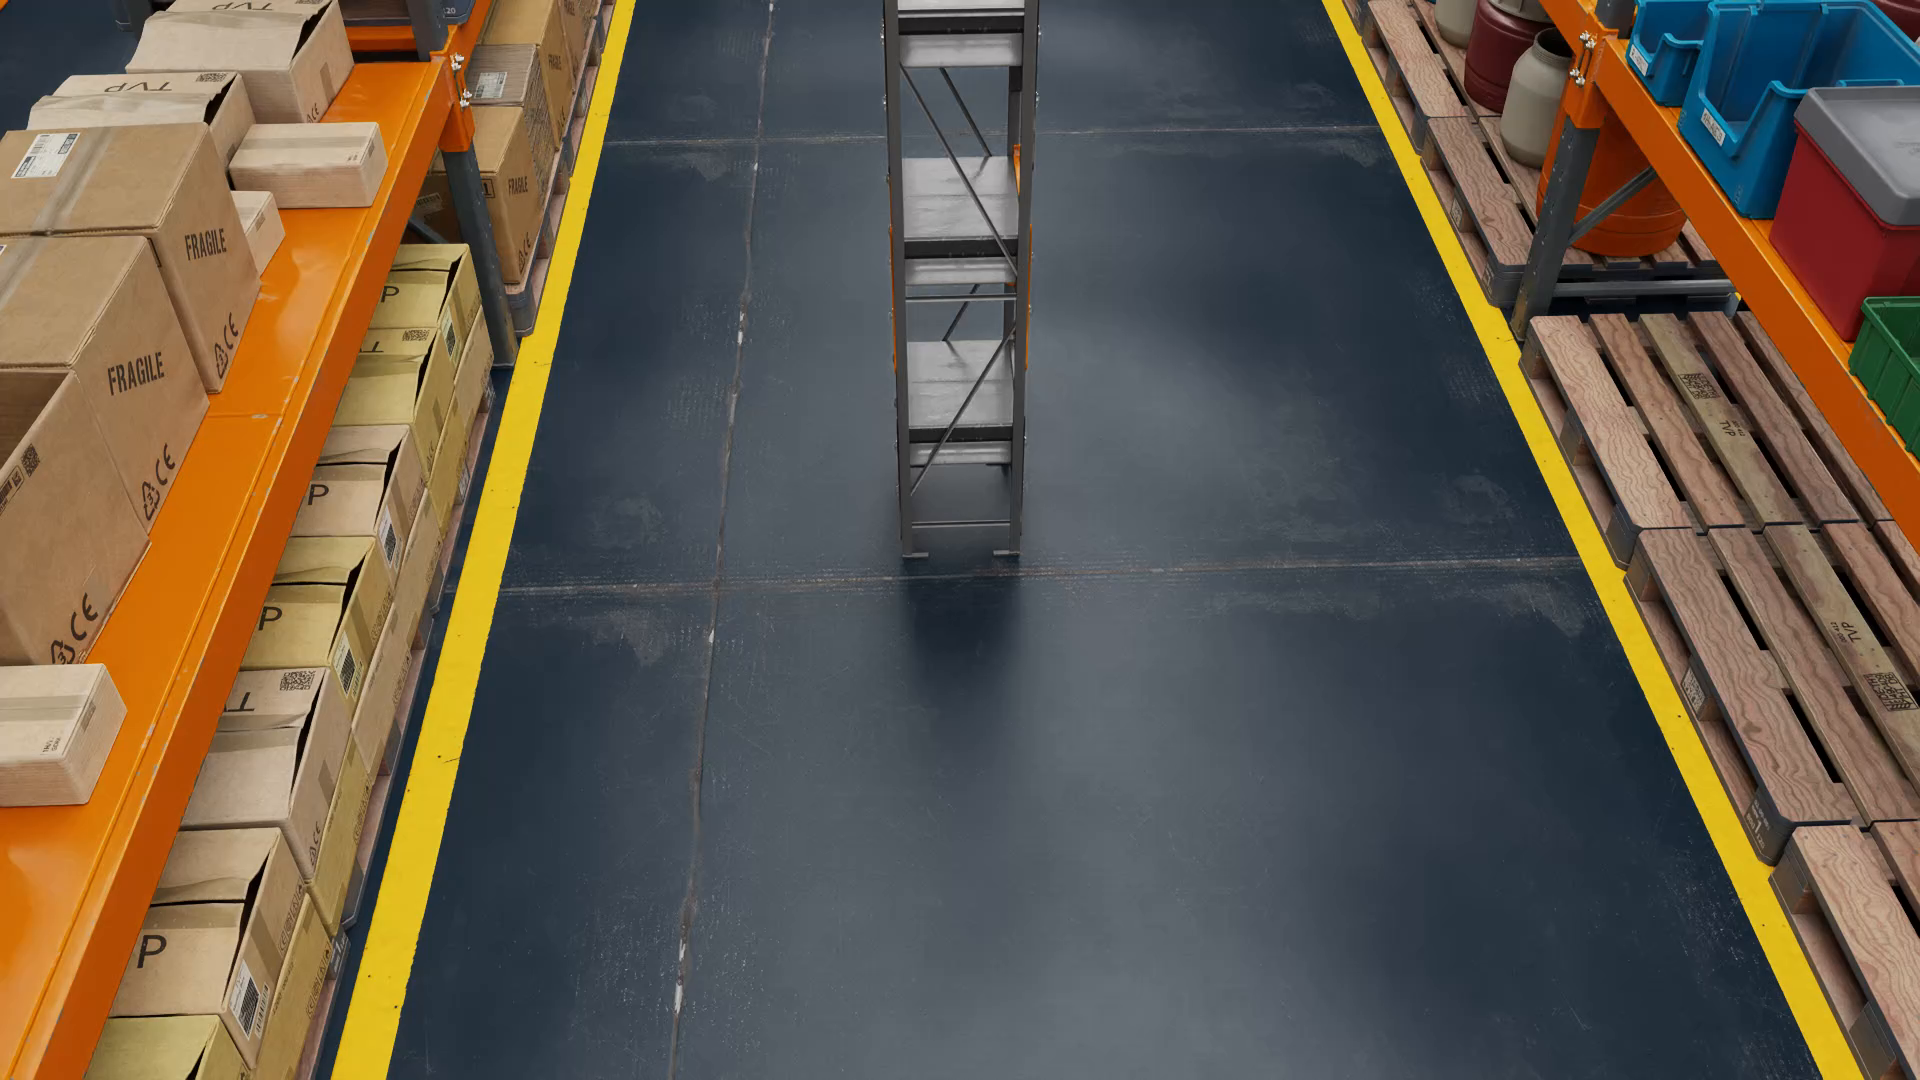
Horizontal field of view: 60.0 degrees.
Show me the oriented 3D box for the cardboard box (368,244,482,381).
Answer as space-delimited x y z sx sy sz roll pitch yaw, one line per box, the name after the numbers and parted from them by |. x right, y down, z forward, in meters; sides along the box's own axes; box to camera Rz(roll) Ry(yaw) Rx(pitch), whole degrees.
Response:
-1.970 -0.803 5.715 0.500 0.311 0.500 -1 43 -1 | cardboard box

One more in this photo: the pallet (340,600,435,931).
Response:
-2.194 0.605 4.934 1.003 0.211 1.213 -2 43 -2 | pallet

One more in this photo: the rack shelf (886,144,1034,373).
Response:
-0.007 -0.876 5.172 0.431 0.518 0.480 -2 43 -2 | rack shelf

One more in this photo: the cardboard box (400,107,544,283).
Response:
-1.972 -1.357 6.535 0.500 0.500 0.500 0 43 0 | cardboard box

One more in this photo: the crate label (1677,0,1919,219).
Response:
2.482 -1.275 4.895 0.502 0.435 0.616 -2 43 -2 | crate label

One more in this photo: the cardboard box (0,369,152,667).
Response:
-2.107 -0.012 3.470 0.500 0.500 0.500 1 43 1 | cardboard box

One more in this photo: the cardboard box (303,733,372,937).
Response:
-1.883 0.784 4.399 0.500 0.250 0.500 -3 43 -3 | cardboard box

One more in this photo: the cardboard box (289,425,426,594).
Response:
-1.923 -0.111 4.960 0.500 0.311 0.500 -2 43 -2 | cardboard box

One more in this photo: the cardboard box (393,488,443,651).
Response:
-1.929 0.093 5.153 0.500 0.250 0.500 -1 43 -1 | cardboard box

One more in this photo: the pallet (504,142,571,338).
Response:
-2.232 -1.278 6.989 1.003 0.211 1.213 -2 43 -2 | pallet

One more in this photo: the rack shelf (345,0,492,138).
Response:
-2.324 -2.886 7.211 1.077 0.370 4.000 -2 43 -2 | rack shelf

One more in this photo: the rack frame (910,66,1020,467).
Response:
-0.017 -1.051 5.342 0.400 2.100 0.015 -2 43 -2 | rack frame

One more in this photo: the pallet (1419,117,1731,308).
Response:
2.635 -1.444 7.169 1.003 0.211 1.213 -2 43 -2 | pallet

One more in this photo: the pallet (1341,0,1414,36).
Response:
2.532 -3.091 8.966 1.003 0.211 1.213 -2 43 -2 | pallet

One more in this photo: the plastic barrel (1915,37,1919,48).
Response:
2.968 -1.294 4.859 0.421 0.512 0.421 0 43 0 | plastic barrel

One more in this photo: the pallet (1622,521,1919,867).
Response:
2.753 0.433 5.122 1.003 0.211 1.213 -2 43 -2 | pallet

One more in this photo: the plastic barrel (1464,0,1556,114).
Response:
2.625 -2.299 7.512 0.600 0.588 0.708 -2 43 -2 | plastic barrel

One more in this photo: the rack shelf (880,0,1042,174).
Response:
-0.007 -1.392 4.699 0.431 0.518 0.480 -2 43 -2 | rack shelf

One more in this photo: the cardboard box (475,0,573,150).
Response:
-2.016 -2.049 7.290 0.500 0.500 0.500 -2 43 -2 | cardboard box

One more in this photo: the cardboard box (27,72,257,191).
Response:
-2.394 -1.159 4.861 0.500 0.311 0.500 -2 43 -2 | cardboard box

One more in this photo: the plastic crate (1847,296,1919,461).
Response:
2.524 -0.330 4.047 0.450 0.188 0.662 -2 43 -2 | plastic crate

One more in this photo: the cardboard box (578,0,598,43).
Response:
-2.068 -2.745 8.049 0.500 0.500 0.500 -1 43 -1 | cardboard box

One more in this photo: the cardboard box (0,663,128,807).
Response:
-1.902 0.388 3.293 0.380 0.149 0.250 -2 43 -2 | cardboard box

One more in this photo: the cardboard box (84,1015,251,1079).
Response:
-1.837 1.265 3.459 0.500 0.311 0.500 -2 43 -2 | cardboard box

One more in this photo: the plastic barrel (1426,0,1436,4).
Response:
2.577 -3.177 8.238 0.600 0.901 0.708 -2 43 -2 | plastic barrel

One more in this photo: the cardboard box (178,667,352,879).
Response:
-1.877 0.578 4.209 0.500 0.311 0.500 -3 43 -3 | cardboard box

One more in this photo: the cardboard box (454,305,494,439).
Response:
-1.973 -0.594 5.903 0.500 0.250 0.500 -1 43 -1 | cardboard box

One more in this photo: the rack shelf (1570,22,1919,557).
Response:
2.795 -0.325 4.418 1.077 0.370 4.000 -2 43 -2 | rack shelf

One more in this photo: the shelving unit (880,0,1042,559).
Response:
-0.007 -0.886 5.162 0.431 2.100 0.503 -2 43 -2 | shelving unit

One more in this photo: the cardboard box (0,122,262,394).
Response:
-2.151 -0.706 4.226 0.500 0.500 0.500 -4 43 -4 | cardboard box

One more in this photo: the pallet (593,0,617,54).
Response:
-2.336 -2.926 8.786 1.003 0.211 1.213 -2 43 -2 | pallet

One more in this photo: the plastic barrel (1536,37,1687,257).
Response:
2.673 -1.625 6.599 0.600 0.830 0.708 -2 43 -2 | plastic barrel

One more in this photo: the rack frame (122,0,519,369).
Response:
-2.239 -1.801 5.495 1.000 3.000 0.127 -2 43 -2 | rack frame
